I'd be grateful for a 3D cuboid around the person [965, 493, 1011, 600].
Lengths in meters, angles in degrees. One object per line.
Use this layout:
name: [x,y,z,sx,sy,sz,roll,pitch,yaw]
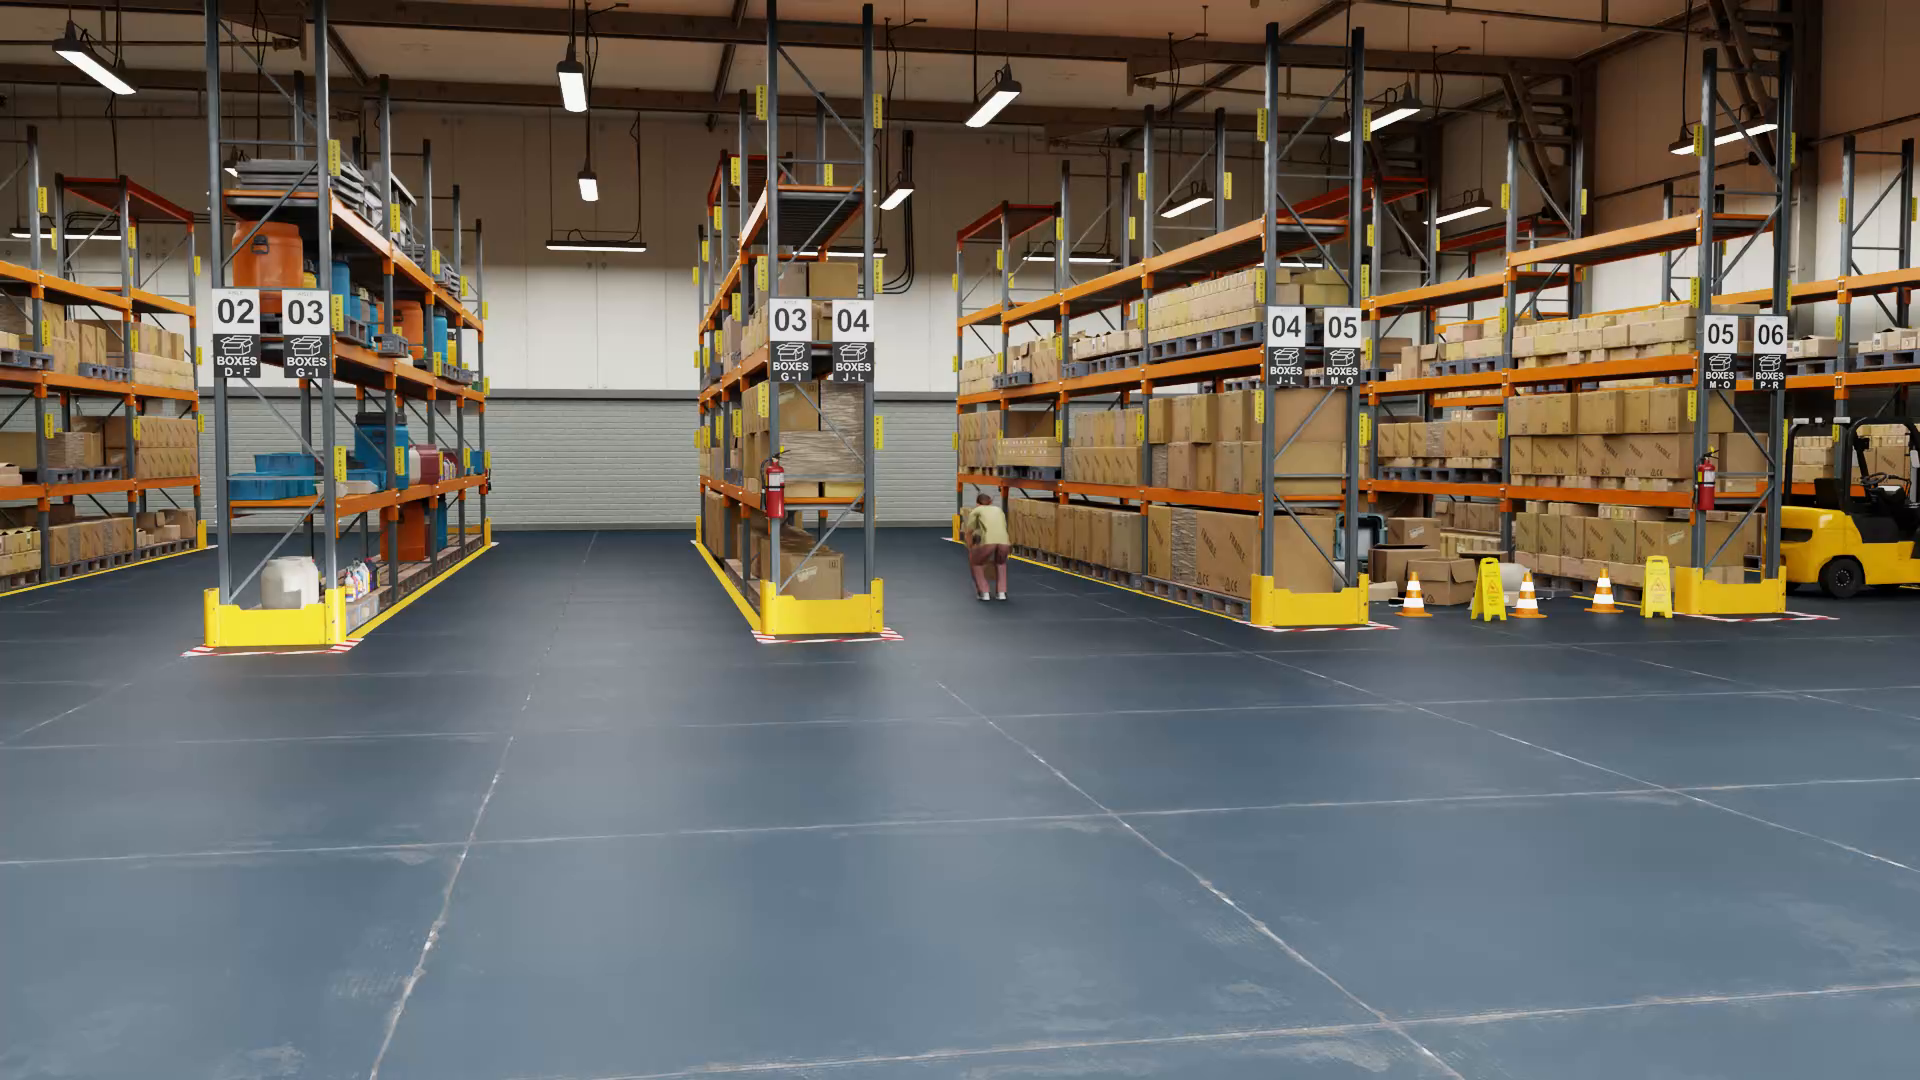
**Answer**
person: [0.332,0.078,19.687,0.511,1.250,0.704,-1,3,-11]
